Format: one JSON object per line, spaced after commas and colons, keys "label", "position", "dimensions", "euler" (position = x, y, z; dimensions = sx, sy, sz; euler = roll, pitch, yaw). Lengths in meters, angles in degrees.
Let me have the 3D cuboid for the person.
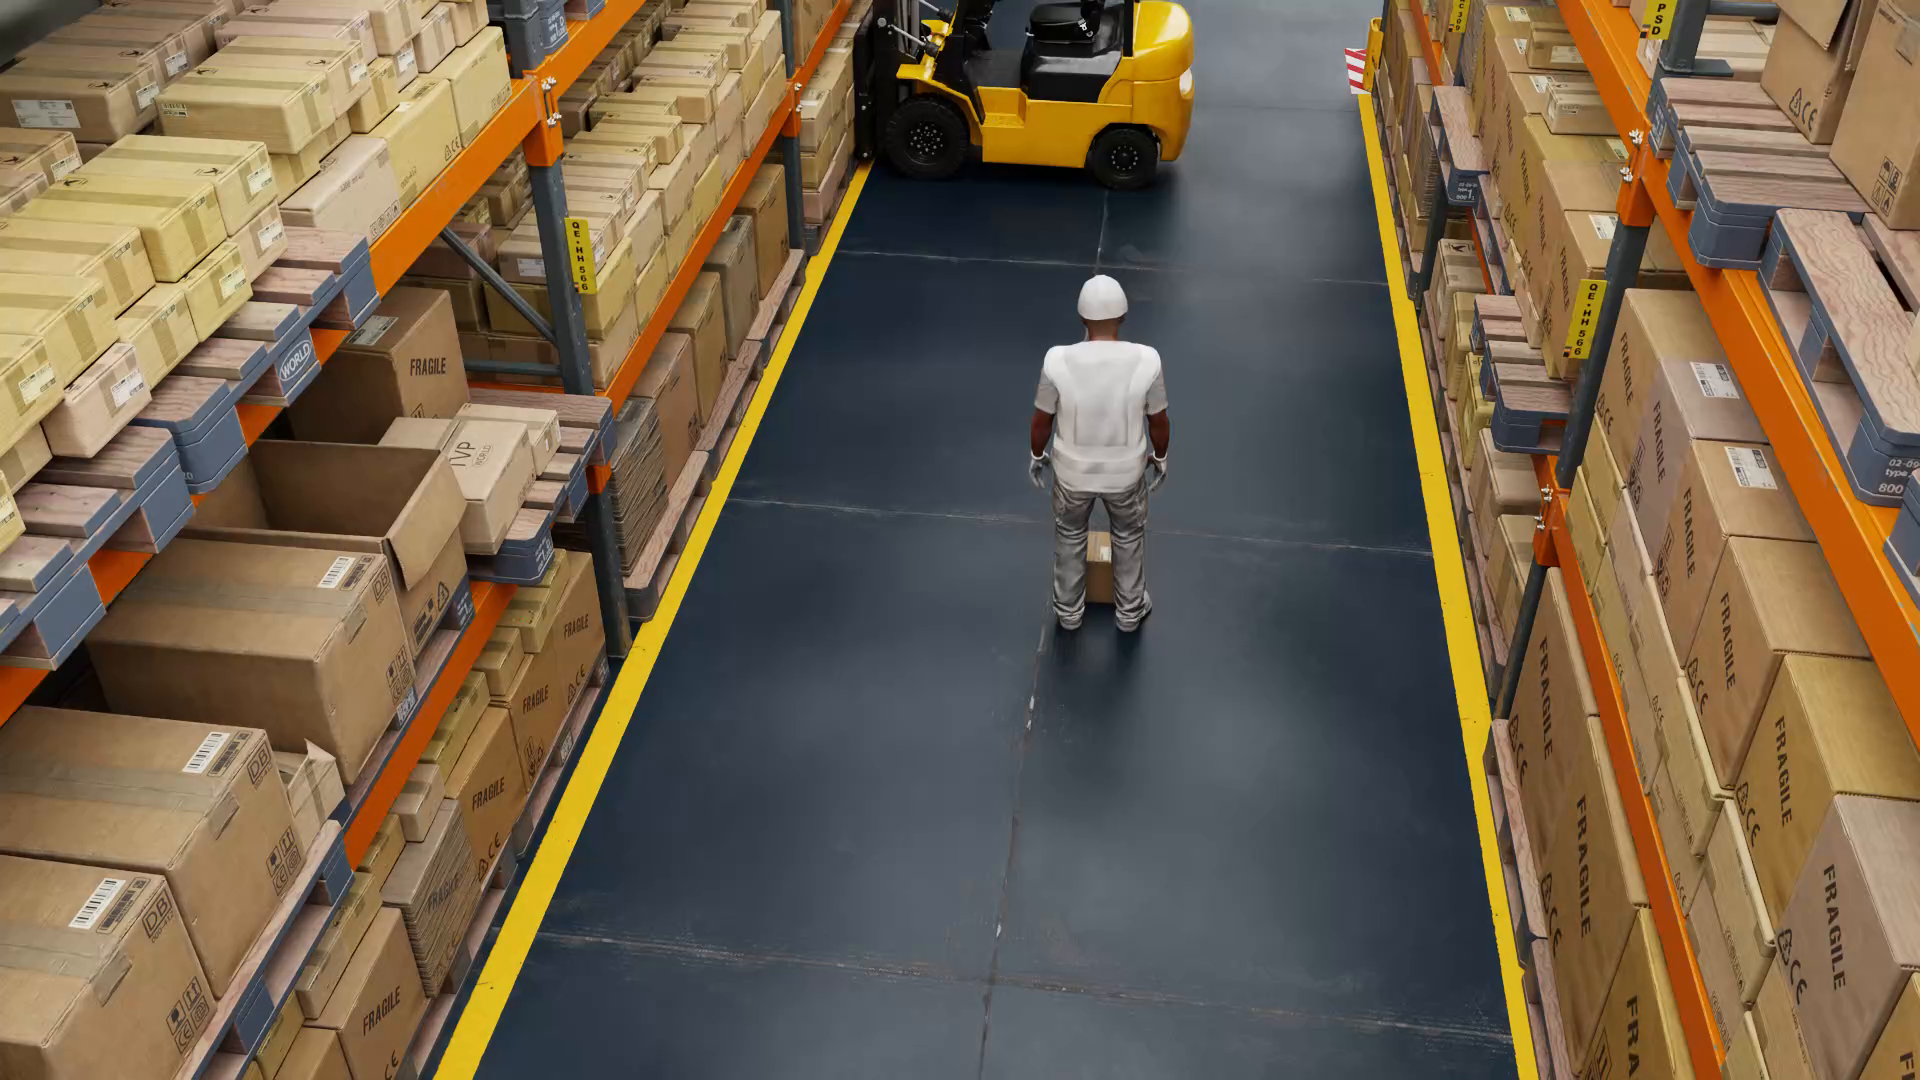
{"label": "person", "position": [0.627, -0.352, 7.520], "dimensions": [0.629, 1.774, 0.444], "euler": [2, 36, 3]}
